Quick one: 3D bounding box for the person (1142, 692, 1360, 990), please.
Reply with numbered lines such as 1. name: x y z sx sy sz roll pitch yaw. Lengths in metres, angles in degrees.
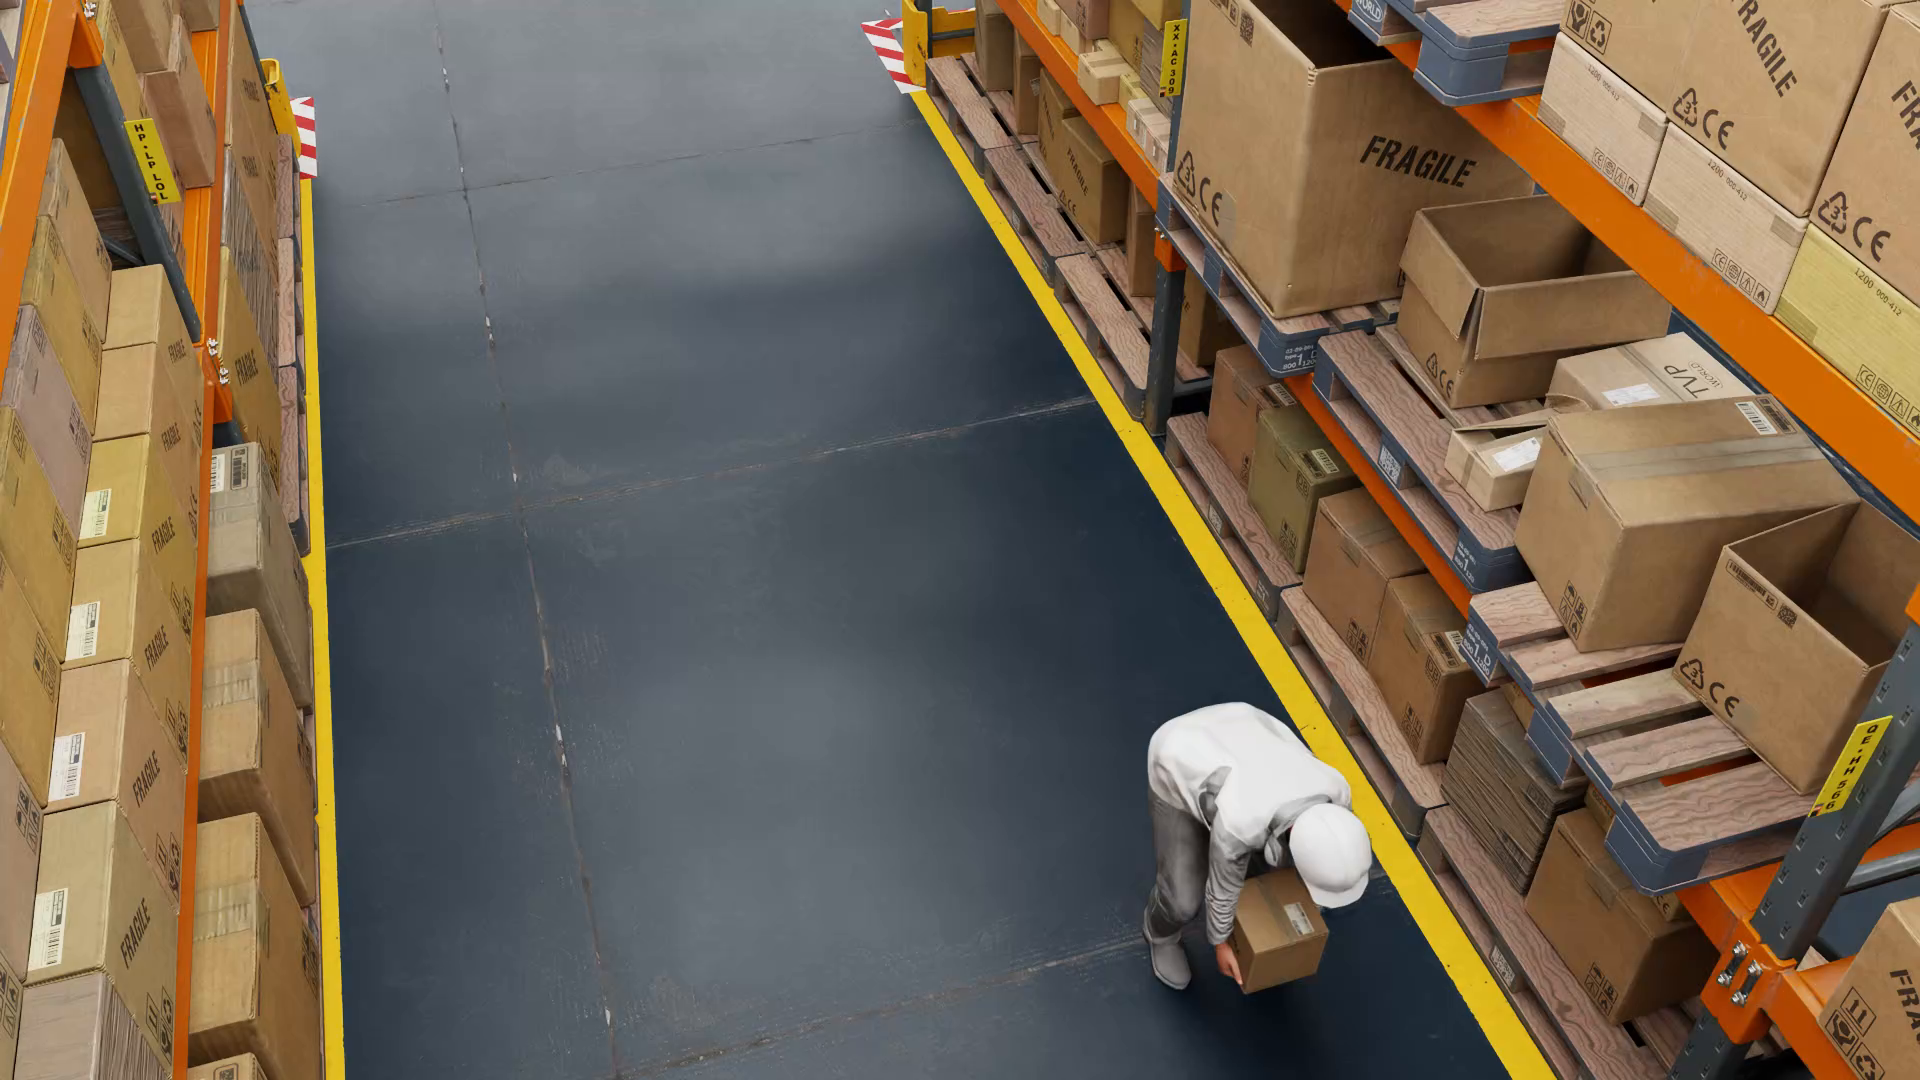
1. person: 0.903 0.913 5.237 0.475 1.628 0.757 -13 43 -14
